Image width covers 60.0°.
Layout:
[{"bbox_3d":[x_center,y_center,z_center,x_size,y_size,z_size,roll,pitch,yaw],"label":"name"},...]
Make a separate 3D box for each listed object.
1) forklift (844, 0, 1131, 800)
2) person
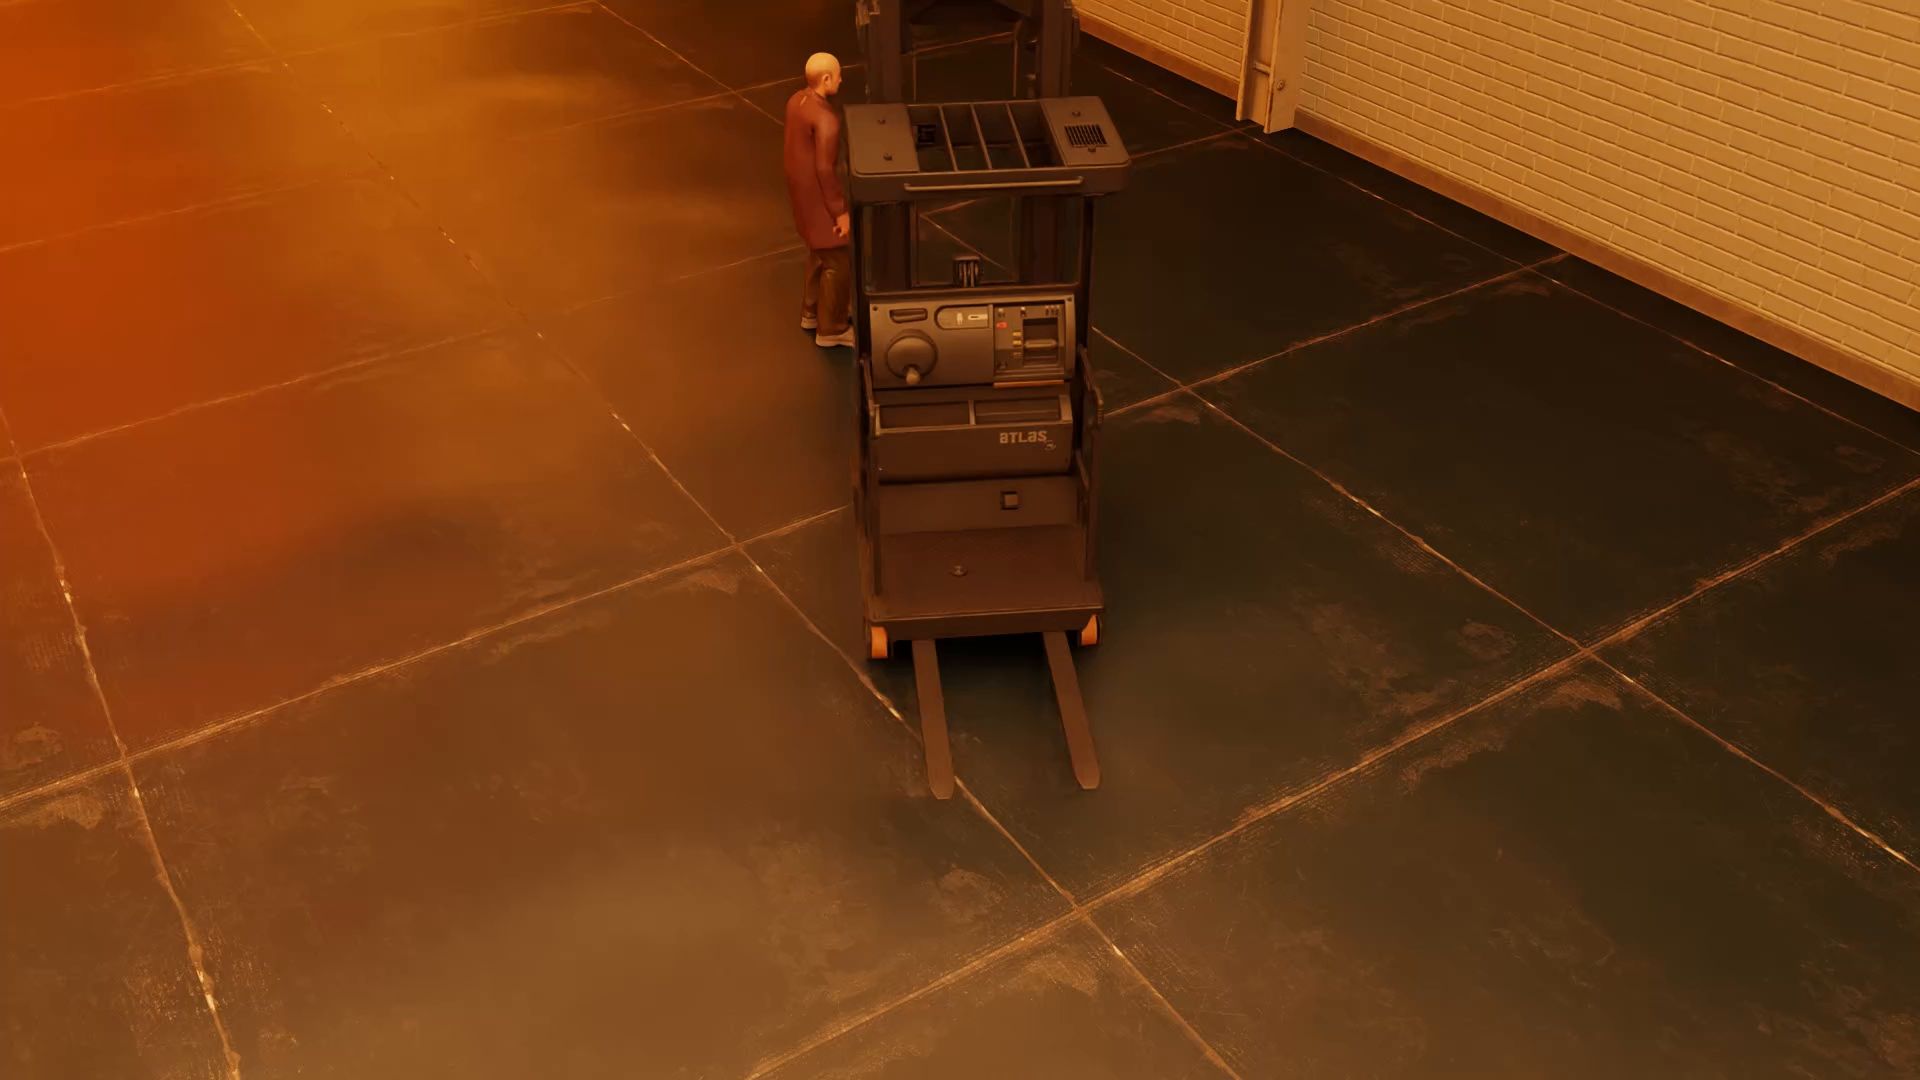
[{"bbox_3d":[0.084,-0.841,7.344,1.130,2.935,3.031,-3,35,-5],"label":"forklift"},{"bbox_3d":[-0.832,-2.067,10.098,0.430,1.772,0.644,-14,38,-19],"label":"person"}]
